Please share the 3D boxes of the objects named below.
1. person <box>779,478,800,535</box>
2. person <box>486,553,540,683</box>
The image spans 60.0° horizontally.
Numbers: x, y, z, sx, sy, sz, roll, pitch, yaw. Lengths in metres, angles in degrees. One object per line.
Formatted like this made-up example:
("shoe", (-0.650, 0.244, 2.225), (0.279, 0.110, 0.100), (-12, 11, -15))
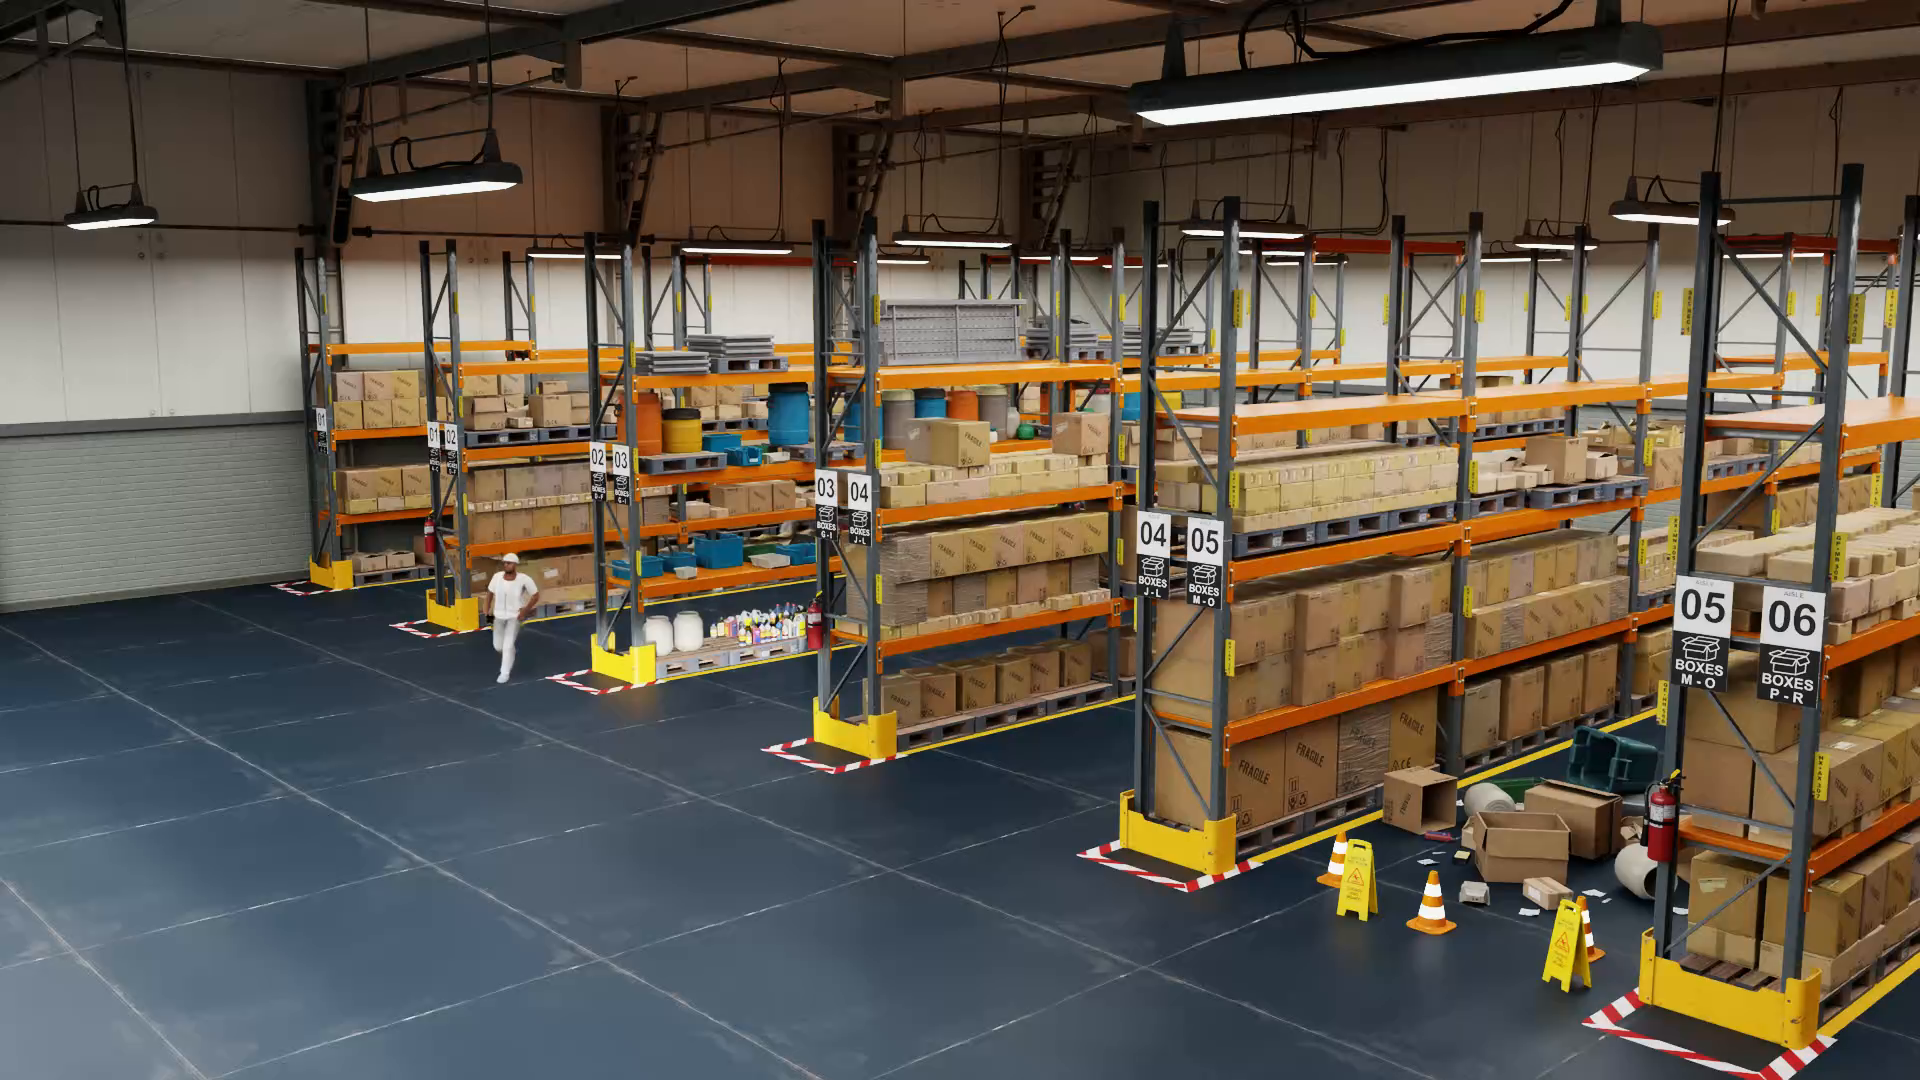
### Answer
("person", (-3.285, -0.411, 32.612), (0.564, 1.620, 0.569), (6, 10, 36))
("person", (-6.059, 1.026, 22.542), (0.718, 1.730, 0.700), (1, 8, 9))
